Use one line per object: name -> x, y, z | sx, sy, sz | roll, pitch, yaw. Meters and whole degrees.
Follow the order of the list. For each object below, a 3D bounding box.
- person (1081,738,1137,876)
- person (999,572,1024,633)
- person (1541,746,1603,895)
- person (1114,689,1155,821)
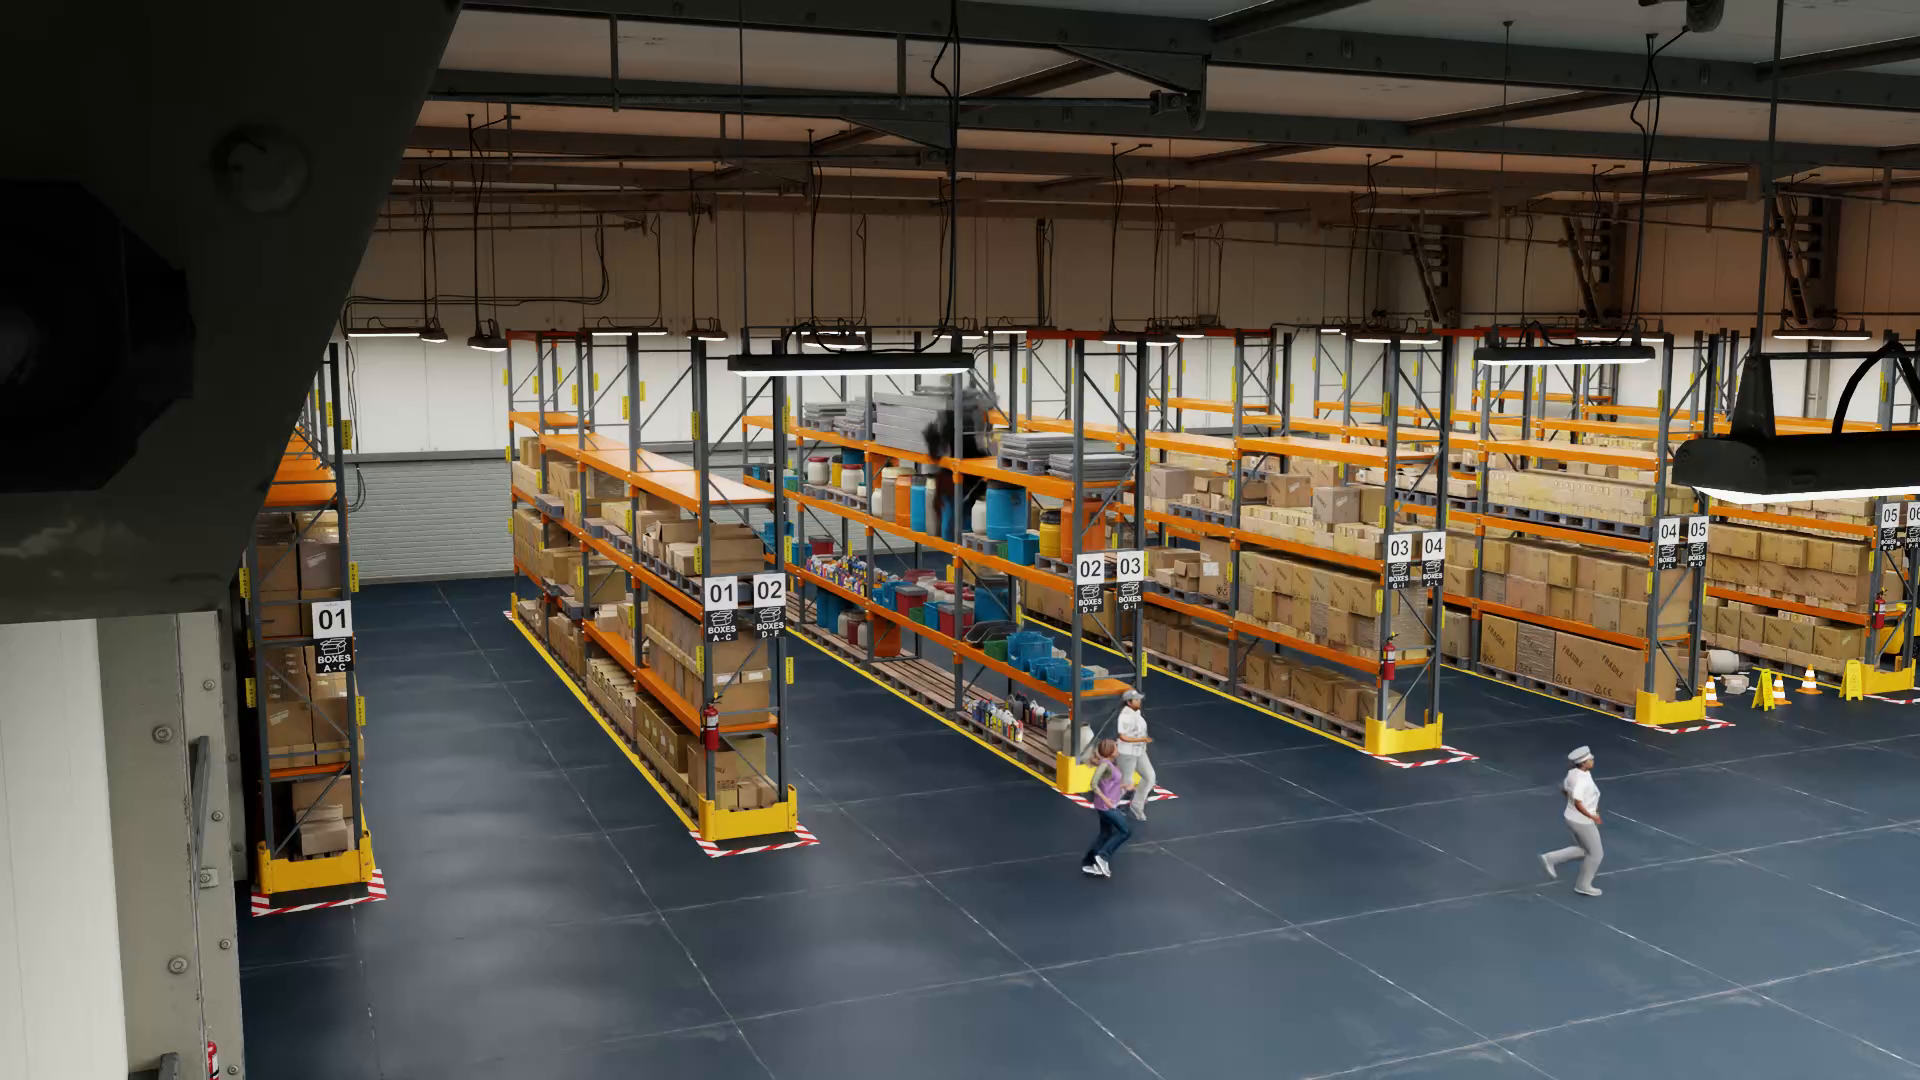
person -> 1.684, 3.013, 18.728 | 0.628, 1.551, 0.505 | 0, 8, 3
person -> 0.922, 1.250, 31.024 | 0.648, 1.832, 0.740 | -4, 9, -30
person -> 6.725, 3.065, 18.159 | 0.643, 1.671, 0.576 | 1, 8, 4
person -> 2.133, 2.708, 20.818 | 0.661, 1.711, 0.601 | 4, 9, 30
